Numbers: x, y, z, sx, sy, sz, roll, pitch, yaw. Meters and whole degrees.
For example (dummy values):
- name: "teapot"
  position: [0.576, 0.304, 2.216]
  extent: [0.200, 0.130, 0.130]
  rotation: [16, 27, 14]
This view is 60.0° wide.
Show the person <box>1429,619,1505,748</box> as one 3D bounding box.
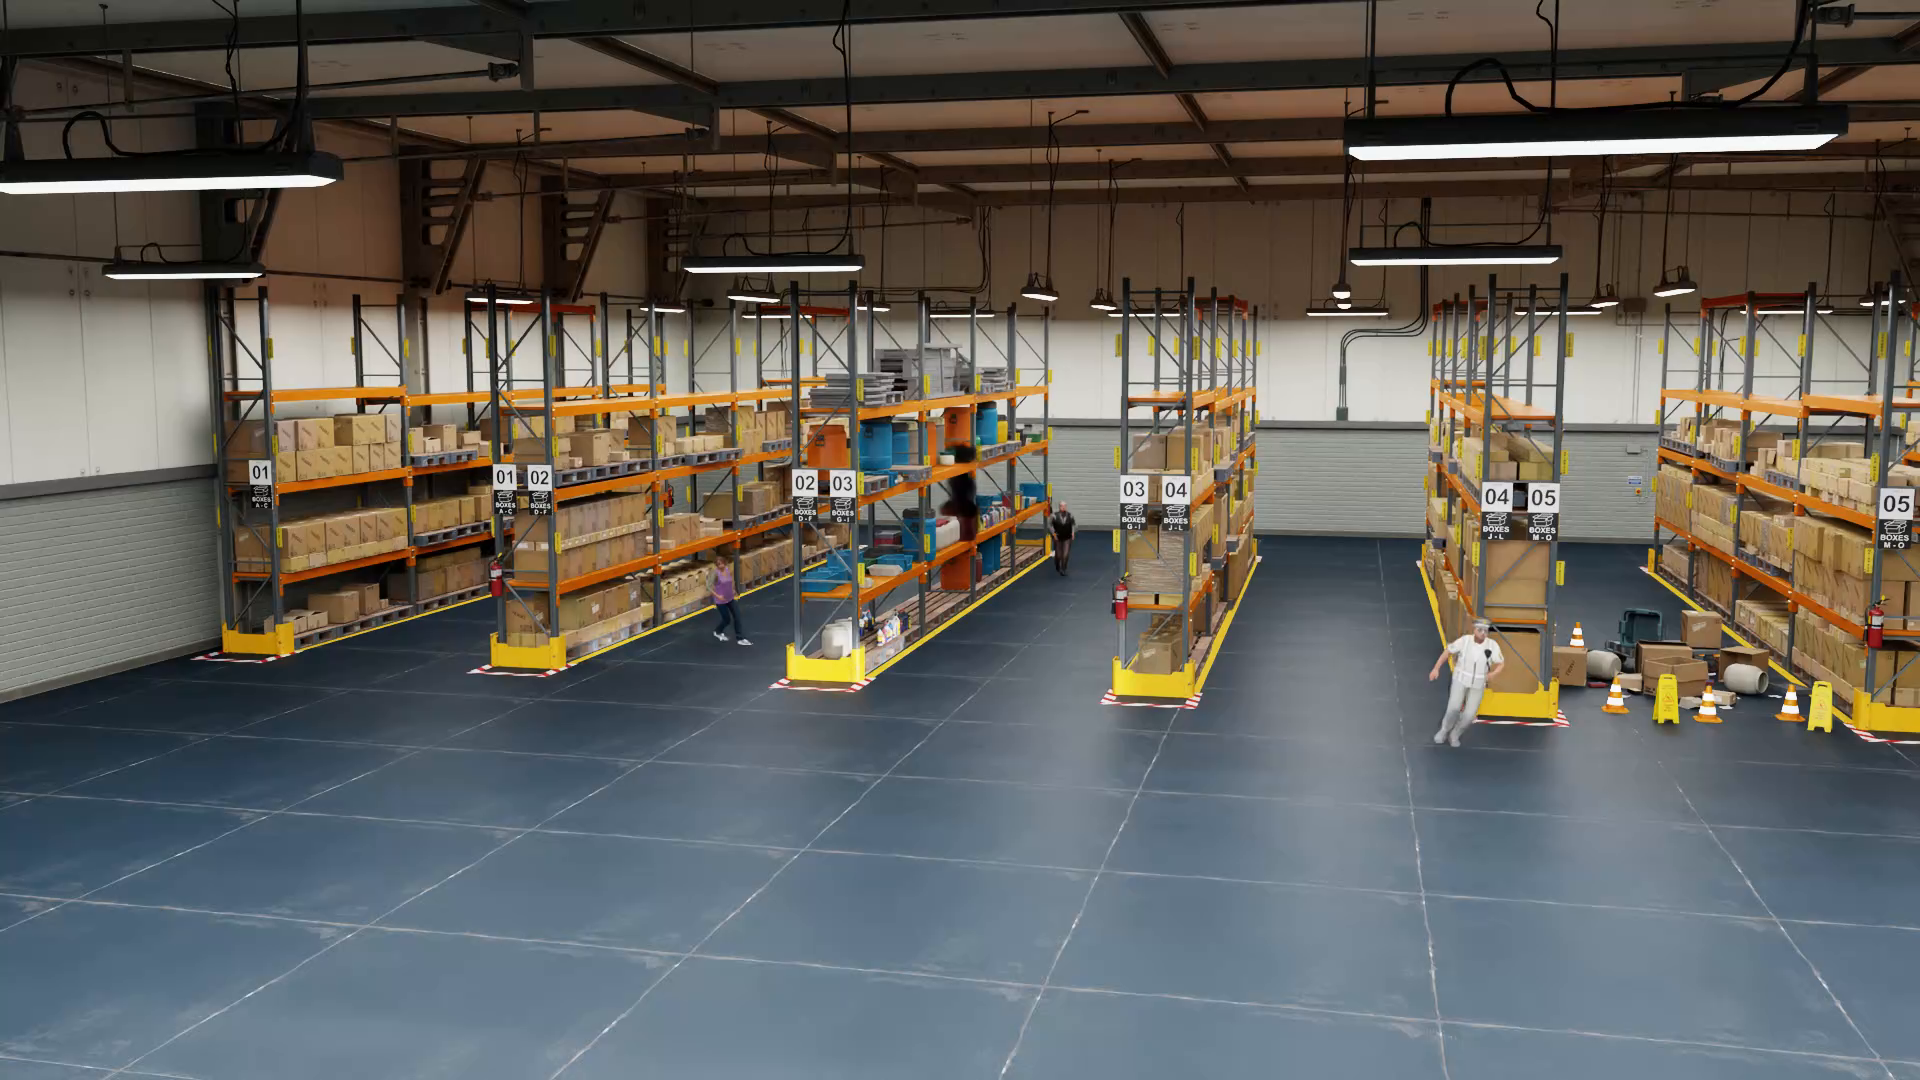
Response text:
- name: "person"
  position: [6.391, 1.810, 20.861]
  extent: [0.856, 1.693, 0.674]
  rotation: [0, 7, 4]

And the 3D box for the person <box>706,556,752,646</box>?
- name: "person"
  position: [-3.990, 1.023, 27.988]
  extent: [0.774, 1.541, 0.638]
  rotation: [6, 9, 44]

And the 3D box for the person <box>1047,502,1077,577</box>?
- name: "person"
  position: [2.248, -0.032, 36.751]
  extent: [0.660, 1.657, 0.636]
  rotation: [0, 7, -4]
